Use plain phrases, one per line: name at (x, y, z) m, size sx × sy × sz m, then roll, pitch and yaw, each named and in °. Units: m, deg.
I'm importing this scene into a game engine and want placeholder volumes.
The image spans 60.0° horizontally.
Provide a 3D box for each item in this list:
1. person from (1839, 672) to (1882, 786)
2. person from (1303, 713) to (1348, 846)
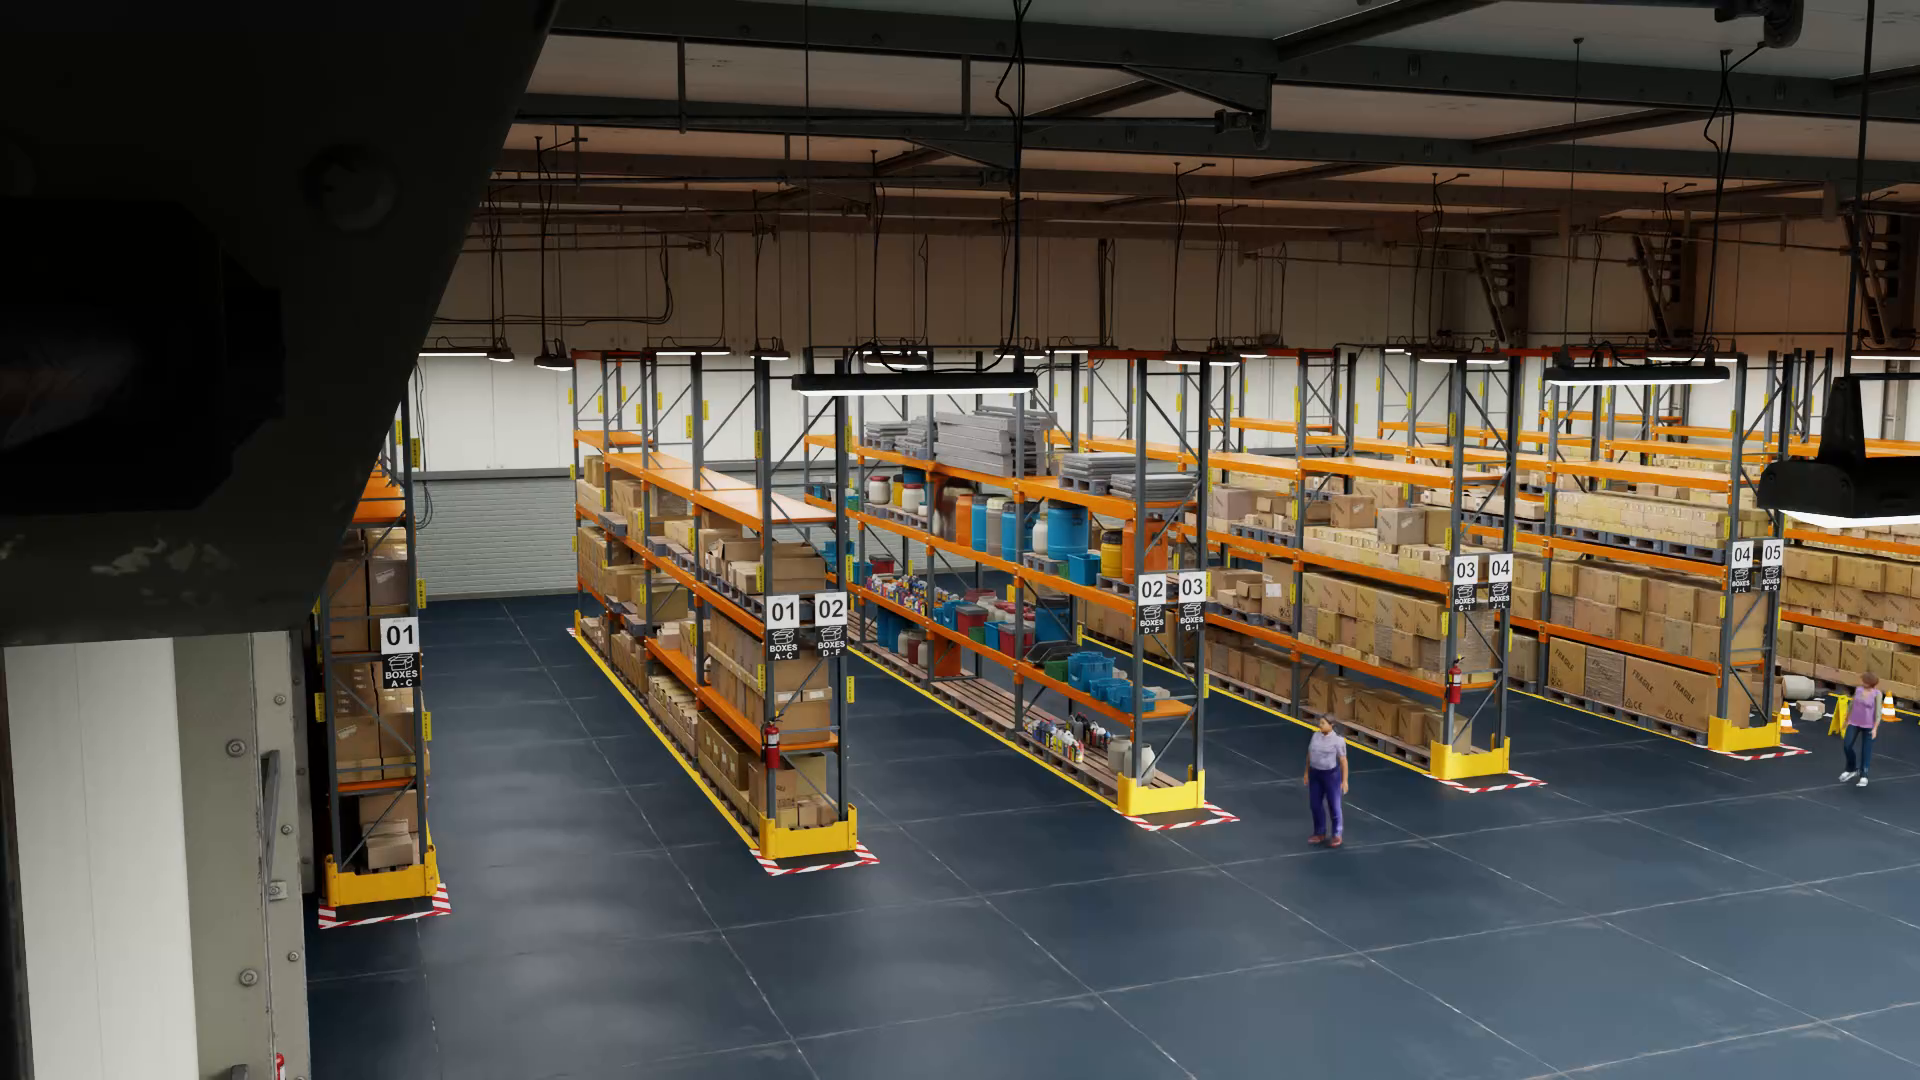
person at (12.666, 2.647, 23.382) m, size 0.499 × 1.616 × 0.397 m, roll 6°, pitch 9°, yaw 41°
person at (4.545, 2.988, 20.618) m, size 0.599 × 1.665 × 0.392 m, roll 6°, pitch 9°, yaw 41°
